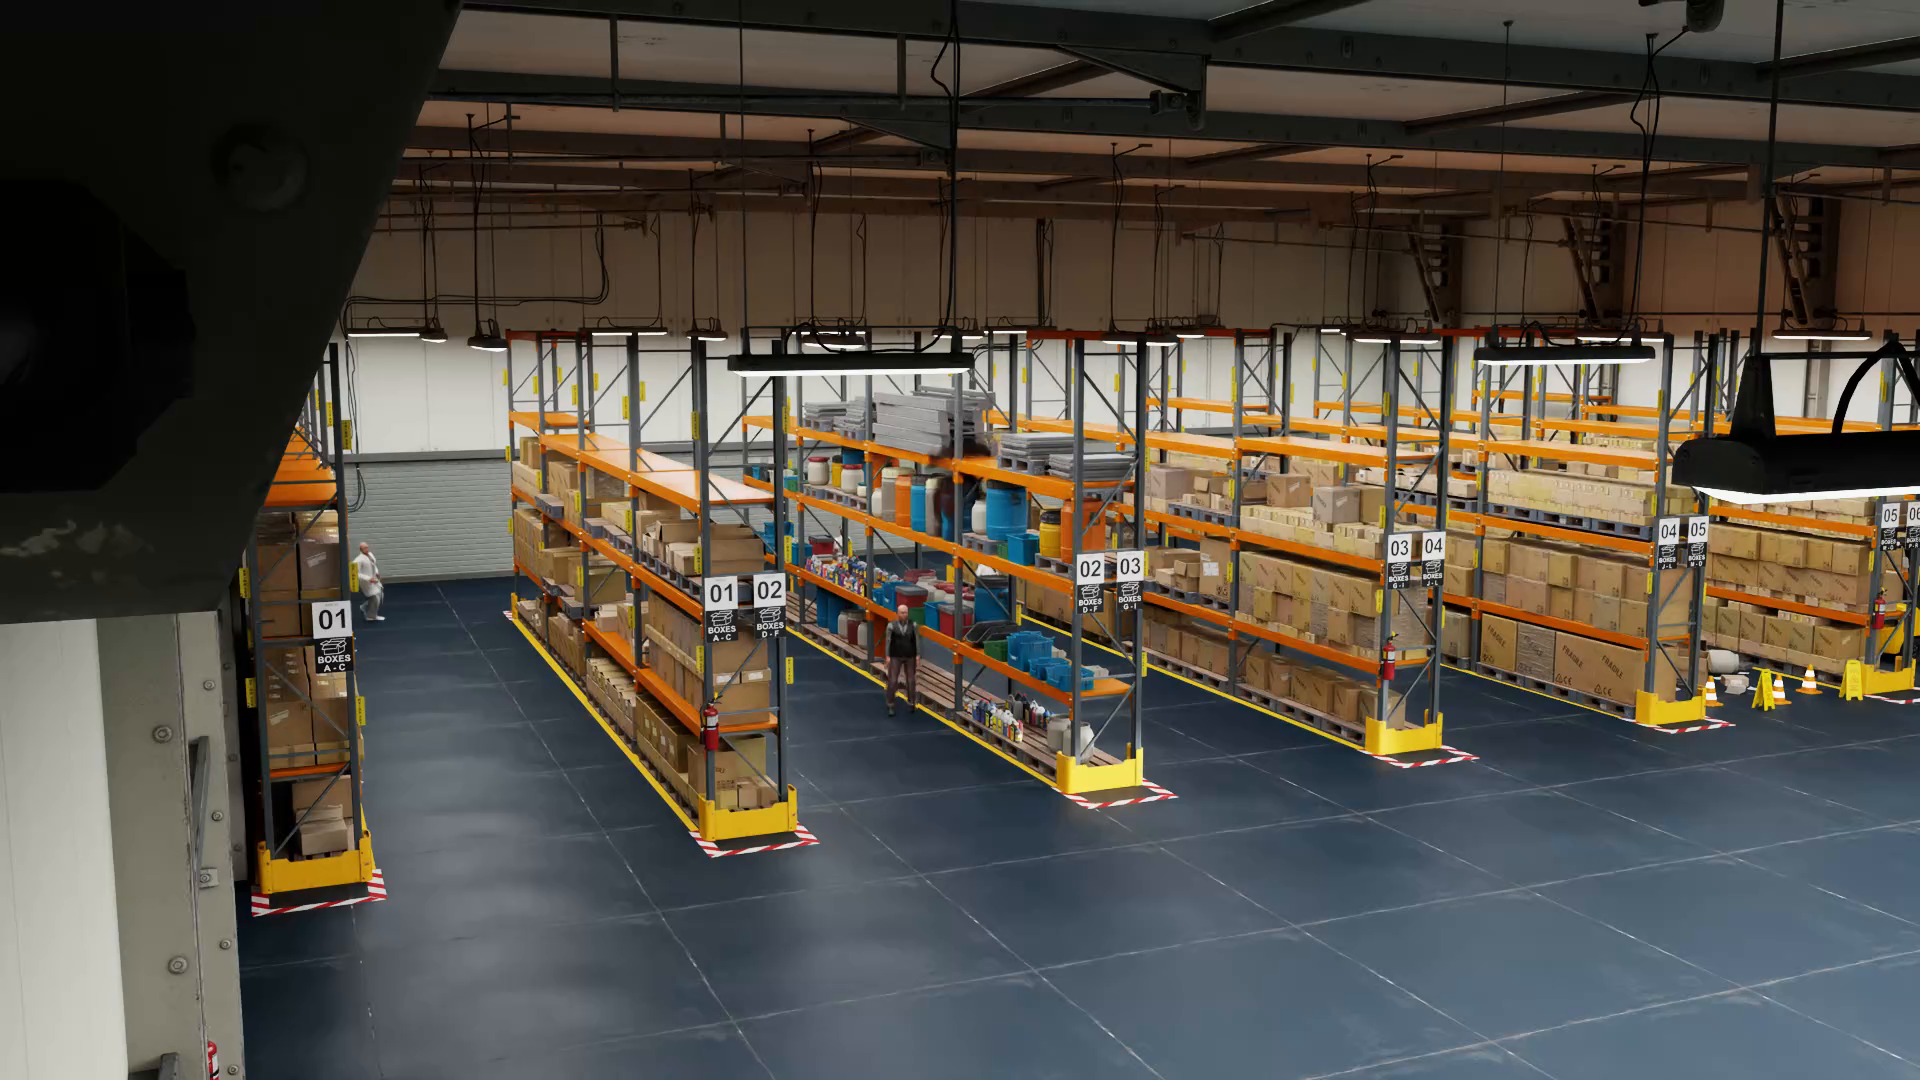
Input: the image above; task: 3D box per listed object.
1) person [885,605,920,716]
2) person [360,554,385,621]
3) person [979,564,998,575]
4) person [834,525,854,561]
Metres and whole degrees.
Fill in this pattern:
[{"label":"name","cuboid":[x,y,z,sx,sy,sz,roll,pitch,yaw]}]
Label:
[{"label":"person","cuboid":[-0.904,1.890,26.311,0.560,1.742,0.410,-1,8,-9]},{"label":"person","cuboid":[-12.184,0.973,34.127,0.554,1.480,0.729,1,8,8]},{"label":"person","cuboid":[0.545,1.118,33.143,0.452,1.336,0.760,-3,8,-19]},{"label":"person","cuboid":[-2.541,0.456,37.160,0.561,1.623,0.991,-6,10,-37]}]
